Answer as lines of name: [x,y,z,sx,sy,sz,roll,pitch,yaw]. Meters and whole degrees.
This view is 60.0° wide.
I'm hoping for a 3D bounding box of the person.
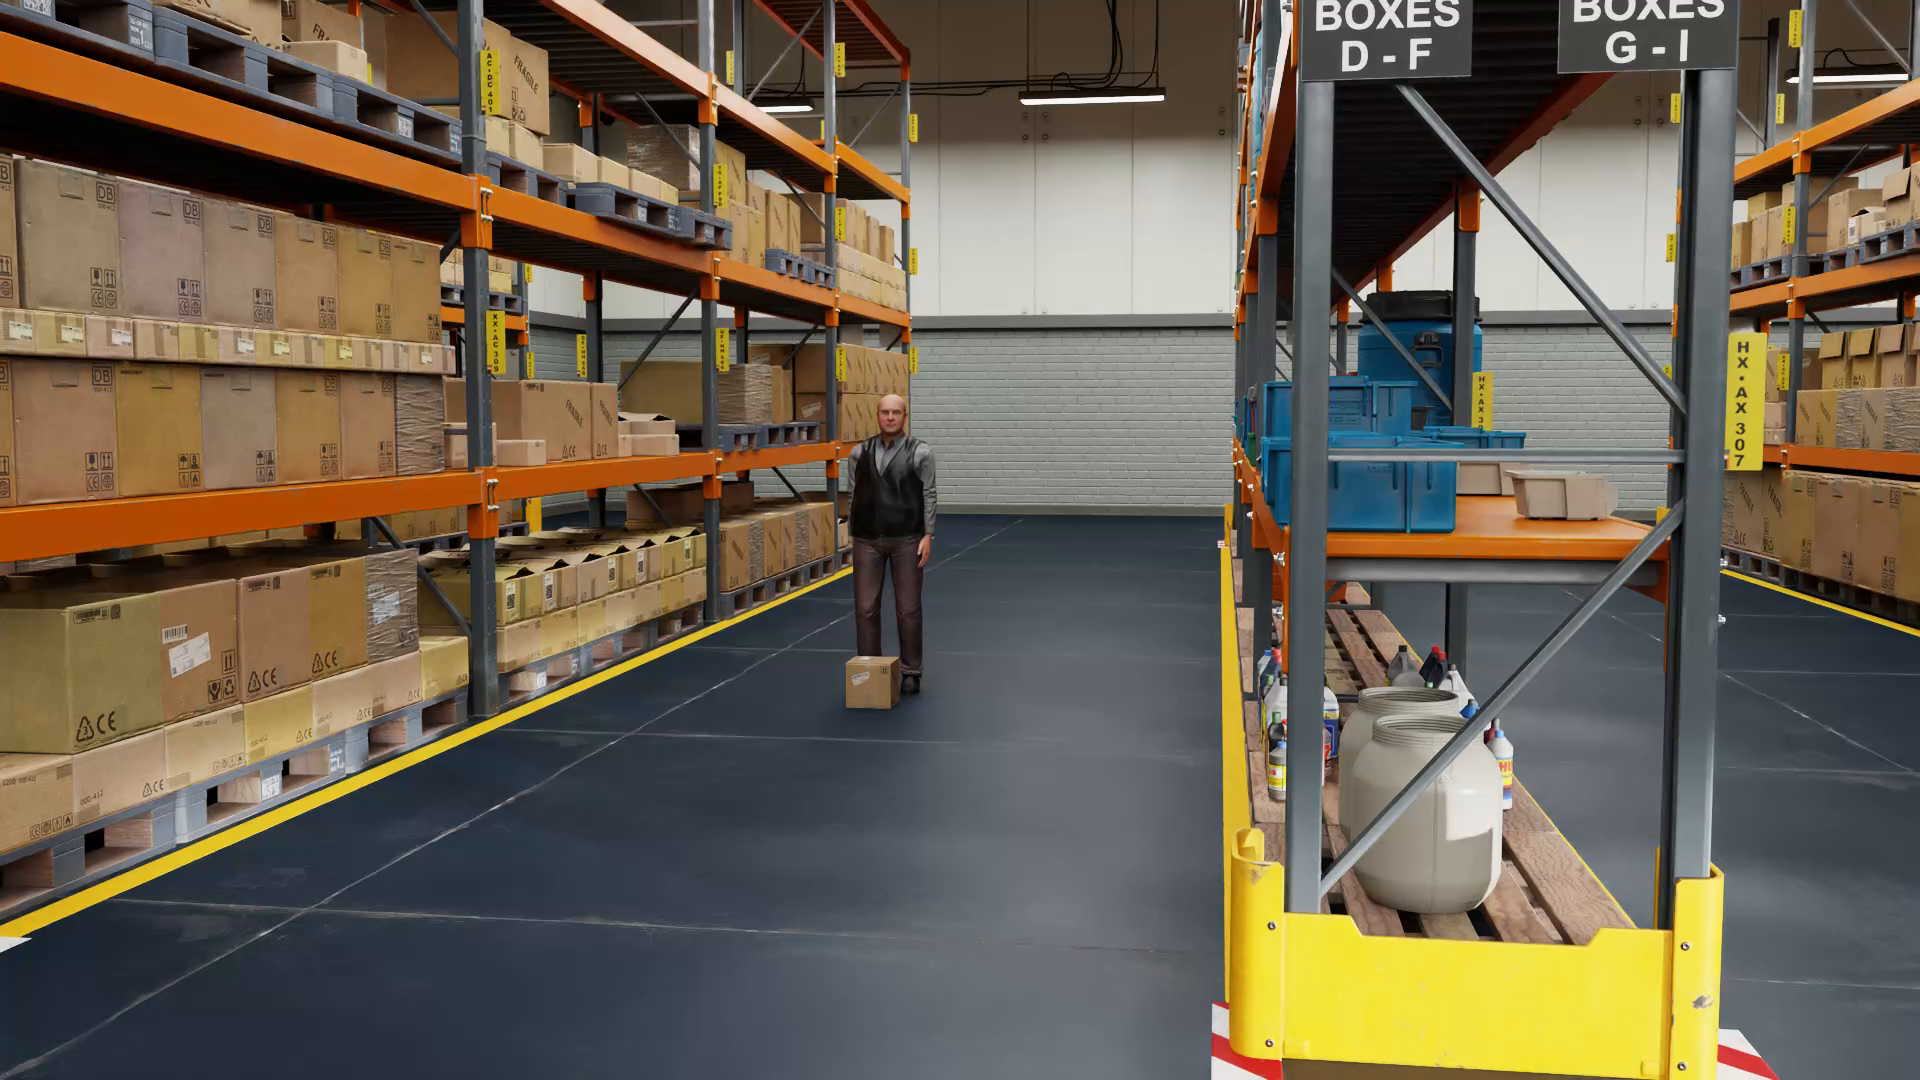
person: [-0.397,0.025,9.586,0.532,1.727,0.359,1,4,10]
